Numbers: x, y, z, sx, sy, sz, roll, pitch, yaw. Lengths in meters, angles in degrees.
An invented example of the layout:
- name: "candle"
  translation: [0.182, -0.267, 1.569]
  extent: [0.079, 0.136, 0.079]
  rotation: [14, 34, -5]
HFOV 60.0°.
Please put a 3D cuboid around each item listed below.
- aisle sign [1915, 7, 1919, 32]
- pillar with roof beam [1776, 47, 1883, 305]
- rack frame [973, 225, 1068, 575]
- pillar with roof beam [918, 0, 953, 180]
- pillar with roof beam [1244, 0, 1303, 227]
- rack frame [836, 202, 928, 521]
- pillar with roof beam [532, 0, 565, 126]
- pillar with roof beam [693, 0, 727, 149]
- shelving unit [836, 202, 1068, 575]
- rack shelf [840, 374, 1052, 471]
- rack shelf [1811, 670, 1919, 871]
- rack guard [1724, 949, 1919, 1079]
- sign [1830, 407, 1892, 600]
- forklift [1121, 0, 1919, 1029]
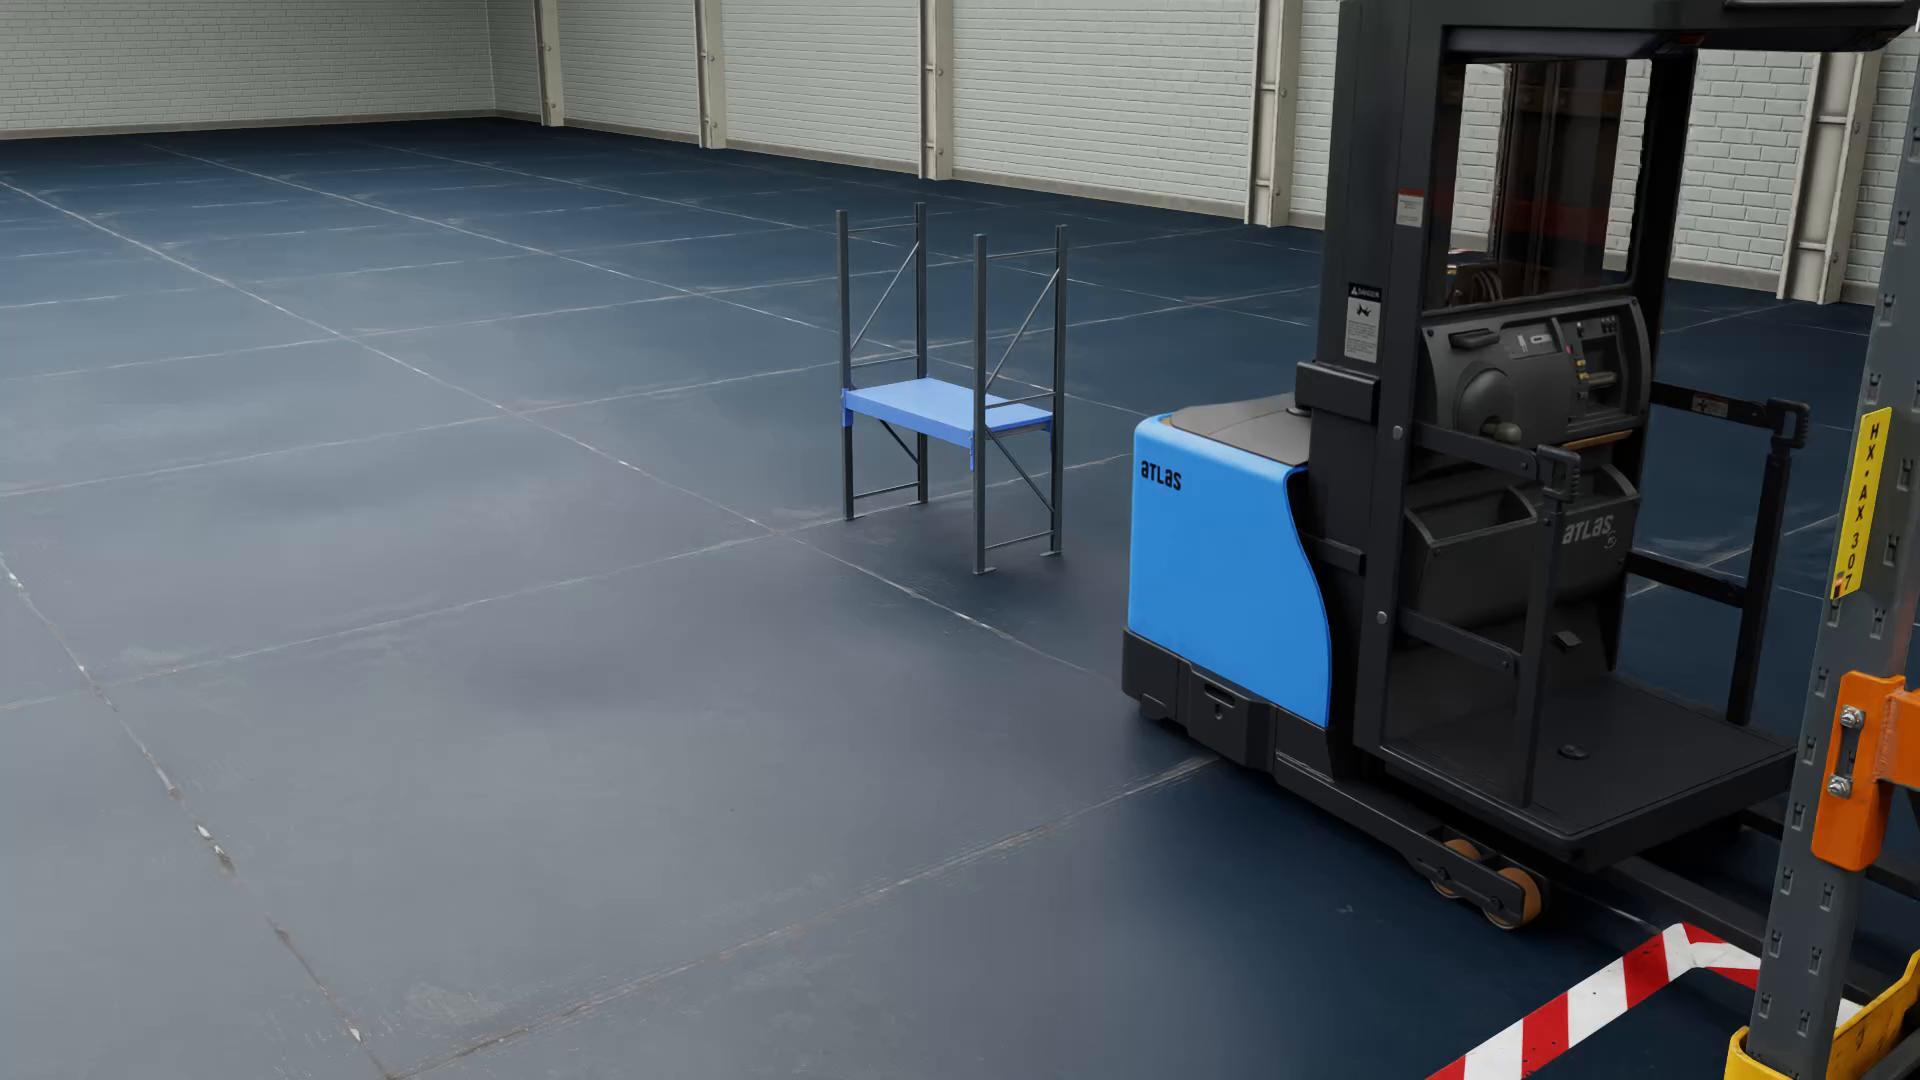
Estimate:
- name: "aisle sign"
  translation: [1.695, -1.230, 2.671]
  extent: [0.394, 0.787, 0.004]
  rotation: [-14, 23, -36]
- name: "pillar with roof beam"
  translation: [3.748, -5.452, 10.011]
  extent: [9.100, 9.000, 0.400]
  rotation: [-14, 23, -36]
- name: "rack frame"
  translation: [0.263, -0.608, 7.312]
  extent: [0.500, 1.500, 0.032]
  rotation: [-14, 23, -36]
- name: "pillar with roof beam"
  translation: [-3.703, -8.409, 18.941]
  extent: [9.100, 9.000, 0.400]
  rotation: [-14, 23, -36]
- name: "pillar with roof beam"
  translation: [0.023, -6.930, 14.476]
  extent: [9.100, 9.000, 0.400]
  rotation: [-14, 23, -36]
- name: "rack frame"
  translation: [-0.369, -0.858, 8.068]
  extent: [0.500, 1.500, 0.032]
  rotation: [-14, 23, -36]
- name: "pillar with roof beam"
  translation: [-11.153, -11.366, 27.871]
  extent: [9.100, 9.000, 0.400]
  rotation: [-14, 23, -36]
- name: "pillar with roof beam"
  translation: [-7.428, -9.887, 23.406]
  extent: [9.100, 9.000, 0.400]
  rotation: [-14, 23, -36]
- name: "shelving unit"
  translation: [-0.053, -0.733, 7.690]
  extent: [0.538, 1.500, 1.048]
  rotation: [-14, 23, -36]
- name: "rack shelf"
  translation: [-0.053, -0.562, 7.747]
  extent: [0.538, 0.185, 1.000]
  rotation: [-14, 23, -36]
- name: "rack shelf"
  translation: [3.211, 0.799, 1.823]
  extent: [1.077, 0.370, 4.000]
  rotation: [-14, 23, -36]
- name: "rack guard"
  translation: [2.053, 1.160, 3.563]
  extent: [1.175, 0.500, 0.348]
  rotation: [-14, 23, -36]
- name: "sign"
  translation: [1.535, -0.061, 2.834]
  extent: [0.100, 0.325, 0.005]
  rotation: [-14, 23, -36]
- name: "forklift"
  translation: [1.797, -0.482, 4.656]
  extent: [1.130, 2.935, 3.031]
  rotation: [-11, 21, -31]
